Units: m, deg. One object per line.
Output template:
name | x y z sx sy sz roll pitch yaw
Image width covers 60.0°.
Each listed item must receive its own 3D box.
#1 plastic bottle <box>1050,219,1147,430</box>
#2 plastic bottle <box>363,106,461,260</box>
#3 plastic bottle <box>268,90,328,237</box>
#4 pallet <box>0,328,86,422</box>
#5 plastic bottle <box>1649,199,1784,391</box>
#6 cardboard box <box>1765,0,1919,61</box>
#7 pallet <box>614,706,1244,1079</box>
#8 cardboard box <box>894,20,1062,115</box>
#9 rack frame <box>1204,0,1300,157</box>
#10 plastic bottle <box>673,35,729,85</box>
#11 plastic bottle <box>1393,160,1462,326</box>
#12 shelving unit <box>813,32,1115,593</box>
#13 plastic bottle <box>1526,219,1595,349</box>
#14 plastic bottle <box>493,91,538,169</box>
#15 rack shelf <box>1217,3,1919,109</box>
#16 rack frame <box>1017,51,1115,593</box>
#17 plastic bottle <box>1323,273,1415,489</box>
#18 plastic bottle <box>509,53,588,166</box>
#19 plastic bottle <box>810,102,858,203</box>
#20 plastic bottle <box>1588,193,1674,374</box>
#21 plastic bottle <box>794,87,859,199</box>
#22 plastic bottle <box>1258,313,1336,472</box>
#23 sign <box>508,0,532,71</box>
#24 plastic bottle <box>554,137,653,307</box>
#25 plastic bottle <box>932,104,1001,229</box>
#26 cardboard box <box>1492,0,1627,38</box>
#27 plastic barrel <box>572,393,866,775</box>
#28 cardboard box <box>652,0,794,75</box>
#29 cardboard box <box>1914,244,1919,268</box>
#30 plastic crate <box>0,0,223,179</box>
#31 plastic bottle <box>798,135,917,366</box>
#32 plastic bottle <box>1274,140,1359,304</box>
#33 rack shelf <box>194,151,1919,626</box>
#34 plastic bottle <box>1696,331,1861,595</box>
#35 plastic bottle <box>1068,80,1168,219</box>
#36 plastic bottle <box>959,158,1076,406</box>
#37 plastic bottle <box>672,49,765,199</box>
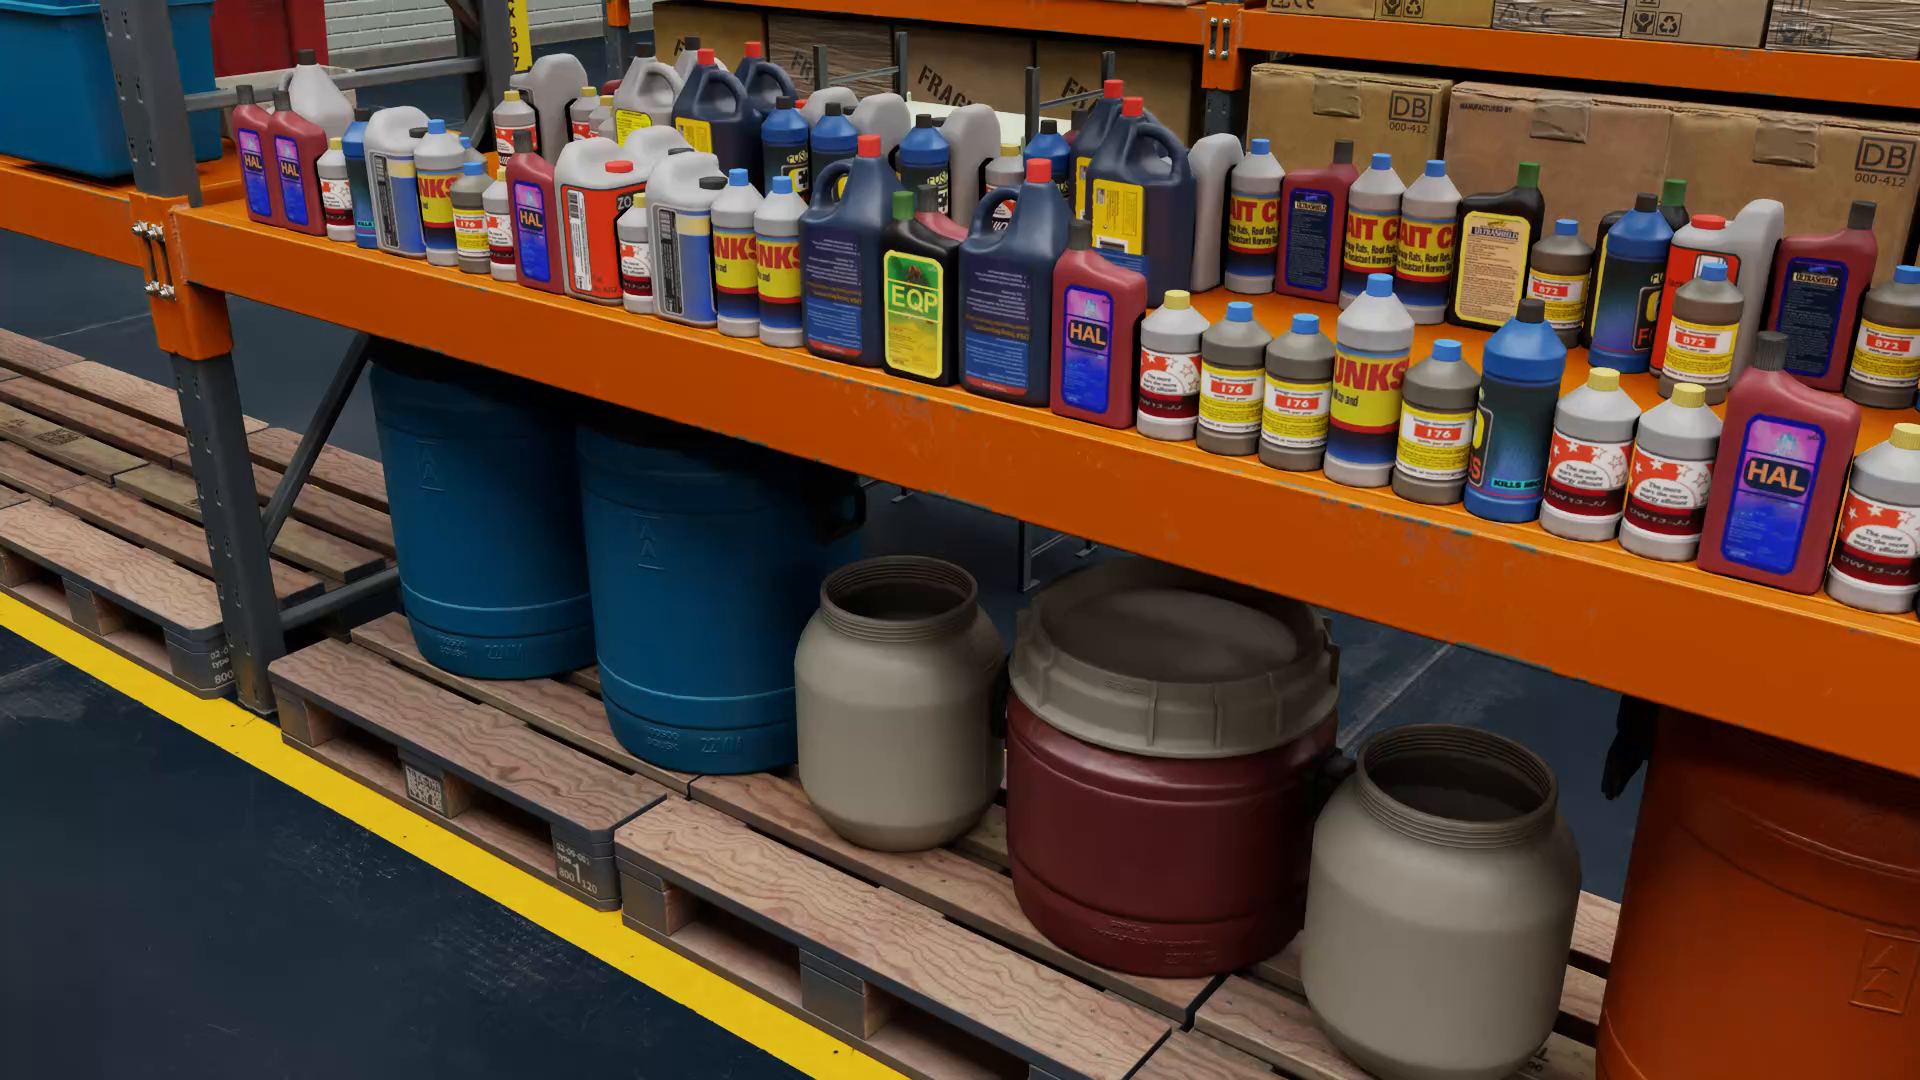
plastic bottle | 0.198 -0.309 2.376 0.133 0.283 0.061 17 29 33
plastic bottle | -1.074 -0.713 3.302 0.135 0.276 0.152 17 29 33
plastic bottle | -1.365 -0.781 3.447 0.133 0.283 0.061 17 29 33
pallet | -4.073 -0.572 6.287 1.213 0.211 1.003 17 29 33
plastic bottle | 1.169 -0.390 2.569 0.135 0.276 0.152 17 29 33
cardboard box | 3.306 -2.056 6.072 0.500 0.500 0.500 16 28 32
pallet | 0.064 0.678 3.450 1.213 0.211 1.003 17 29 33
cardboard box | 0.261 -2.314 8.896 0.875 0.875 0.875 17 29 33
rack frame | 1.462 -2.691 7.638 0.127 3.000 1.000 17 29 33
plastic bottle | -0.577 -0.954 3.756 0.185 0.351 0.144 17 29 33
plastic bottle | 0.801 -0.513 2.853 0.097 0.271 0.097 0 24 0
shelving unit | 0.005 -0.685 4.944 0.755 1.500 0.431 17 29 33
plastic bottle | 0.986 -0.425 2.740 0.097 0.201 0.097 0 24 0
plastic bottle | -1.060 -0.966 3.970 0.097 0.201 0.097 0 24 0
rack shelf | 3.062 -1.878 6.685 4.000 0.370 1.077 17 29 33
rack frame | 0.298 -0.596 4.743 0.023 1.500 0.400 17 29 33
plastic bottle | 0.535 -0.211 2.168 0.097 0.271 0.097 0 24 0
plastic bottle | -1.000 -1.045 4.056 0.135 0.276 0.152 17 29 33
plastic bottle | -0.256 -0.756 3.404 0.097 0.271 0.097 0 24 0
plastic bottle | 1.056 -0.405 2.609 0.097 0.271 0.097 0 24 0
plastic bottle | -0.304 -0.835 3.579 0.135 0.276 0.152 17 29 33
plastic bottle | 0.457 -0.202 2.236 0.097 0.201 0.097 0 24 0
sign | -1.178 -1.397 4.357 0.005 0.325 0.100 17 29 33
plastic bottle | -0.626 -0.578 2.995 0.135 0.276 0.152 17 29 33
plastic bottle | -0.011 -0.746 3.378 0.135 0.276 0.152 17 29 33
cardboard box | 2.483 -2.303 6.632 0.500 0.500 0.500 16 28 32
plastic barrel | -0.517 -0.017 3.649 0.708 0.901 0.600 17 29 33
cardboard box | -1.179 -2.749 9.884 0.875 0.875 0.875 17 29 33
cardboard box | 4.123 -1.117 6.180 0.875 0.875 1.225 15 28 31
plastic crate | -2.087 -1.116 4.008 0.575 0.384 0.392 17 29 33
plastic bottle | -0.159 -0.469 2.655 0.185 0.351 0.144 17 29 33
plastic bottle | 0.642 -0.576 2.981 0.133 0.283 0.061 17 29 33
rack shelf | 0.091 -0.370 3.019 3.809 0.124 0.919 17 29 33
plastic bottle | 0.928 -0.088 1.875 0.133 0.283 0.061 17 29 33
plastic bottle | 0.304 -0.687 3.151 0.185 0.351 0.144 17 29 33
plastic bottle | 0.095 -0.392 2.480 0.185 0.351 0.144 17 29 33
plastic bottle | -0.516 -0.863 3.549 0.185 0.351 0.144 17 29 33
